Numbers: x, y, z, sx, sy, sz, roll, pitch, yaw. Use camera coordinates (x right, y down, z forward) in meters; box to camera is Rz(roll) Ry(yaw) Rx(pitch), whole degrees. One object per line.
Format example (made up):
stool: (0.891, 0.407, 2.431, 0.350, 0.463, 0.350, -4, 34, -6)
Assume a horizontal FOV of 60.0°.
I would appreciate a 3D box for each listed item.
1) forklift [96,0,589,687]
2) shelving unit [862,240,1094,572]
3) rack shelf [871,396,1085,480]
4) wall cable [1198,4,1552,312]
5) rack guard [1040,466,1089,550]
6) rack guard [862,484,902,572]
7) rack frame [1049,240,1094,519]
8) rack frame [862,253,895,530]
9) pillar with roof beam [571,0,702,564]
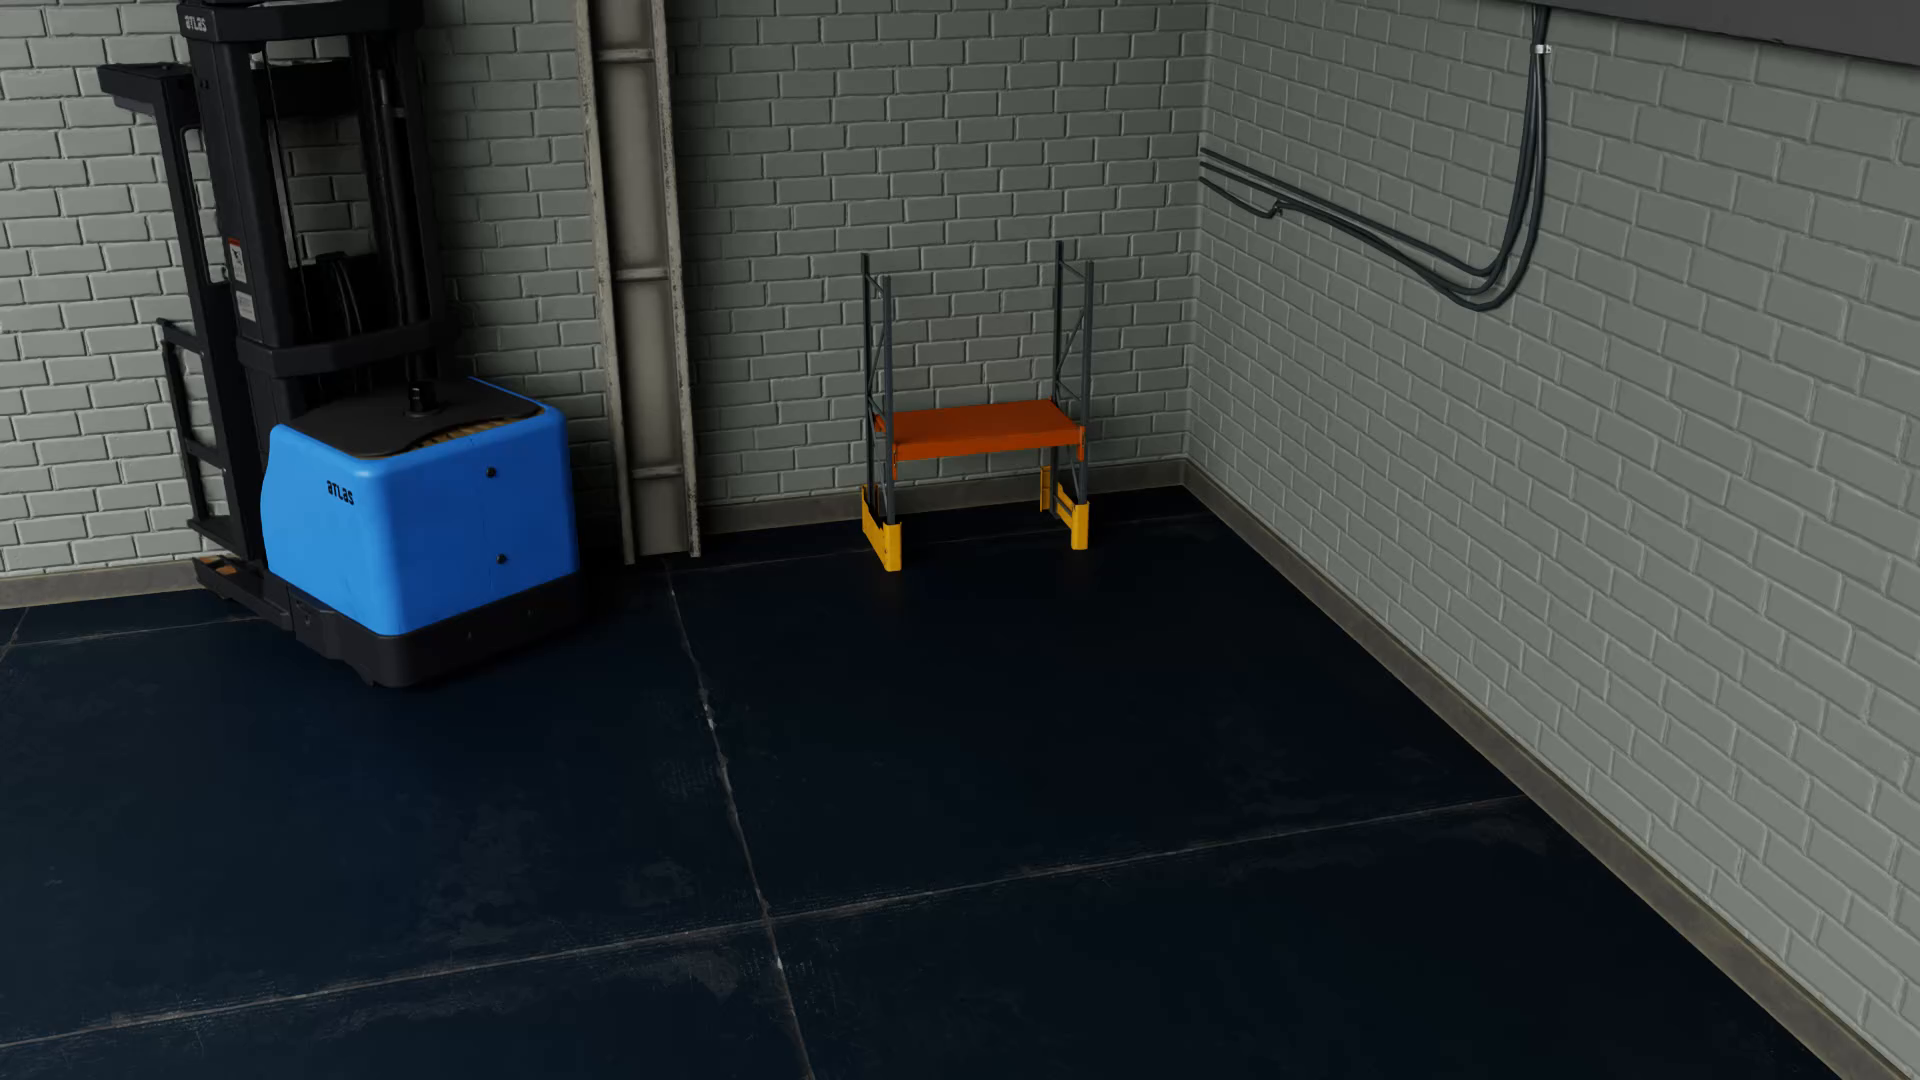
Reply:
forklift: (-3.157, -1.190, 7.806, 3.031, 2.935, 1.130, 20, 30, 39)
shelving unit: (0.073, -0.697, 8.473, 1.083, 1.500, 0.587, -6, 24, -14)
rack shelf: (0.082, -0.533, 8.546, 1.000, 0.185, 0.538, -6, 24, -14)
wall cable: (1.634, -2.475, 7.043, 0.112, 2.526, 3.097, -6, 24, -14)
rack guard: (0.553, -0.176, 8.843, 0.087, 0.250, 0.587, -6, 24, -14)
rack guard: (-0.406, -0.070, 8.596, 0.087, 0.250, 0.587, -6, 24, -14)
rack frame: (0.572, -0.752, 8.602, 0.032, 1.500, 0.500, -6, 24, -14)
rack frame: (-0.407, -0.644, 8.349, 0.032, 1.500, 0.500, -6, 24, -14)
pillar with roof beam: (-0.397, -2.455, 3.060, 0.400, 9.000, 9.100, -6, 24, -14)
